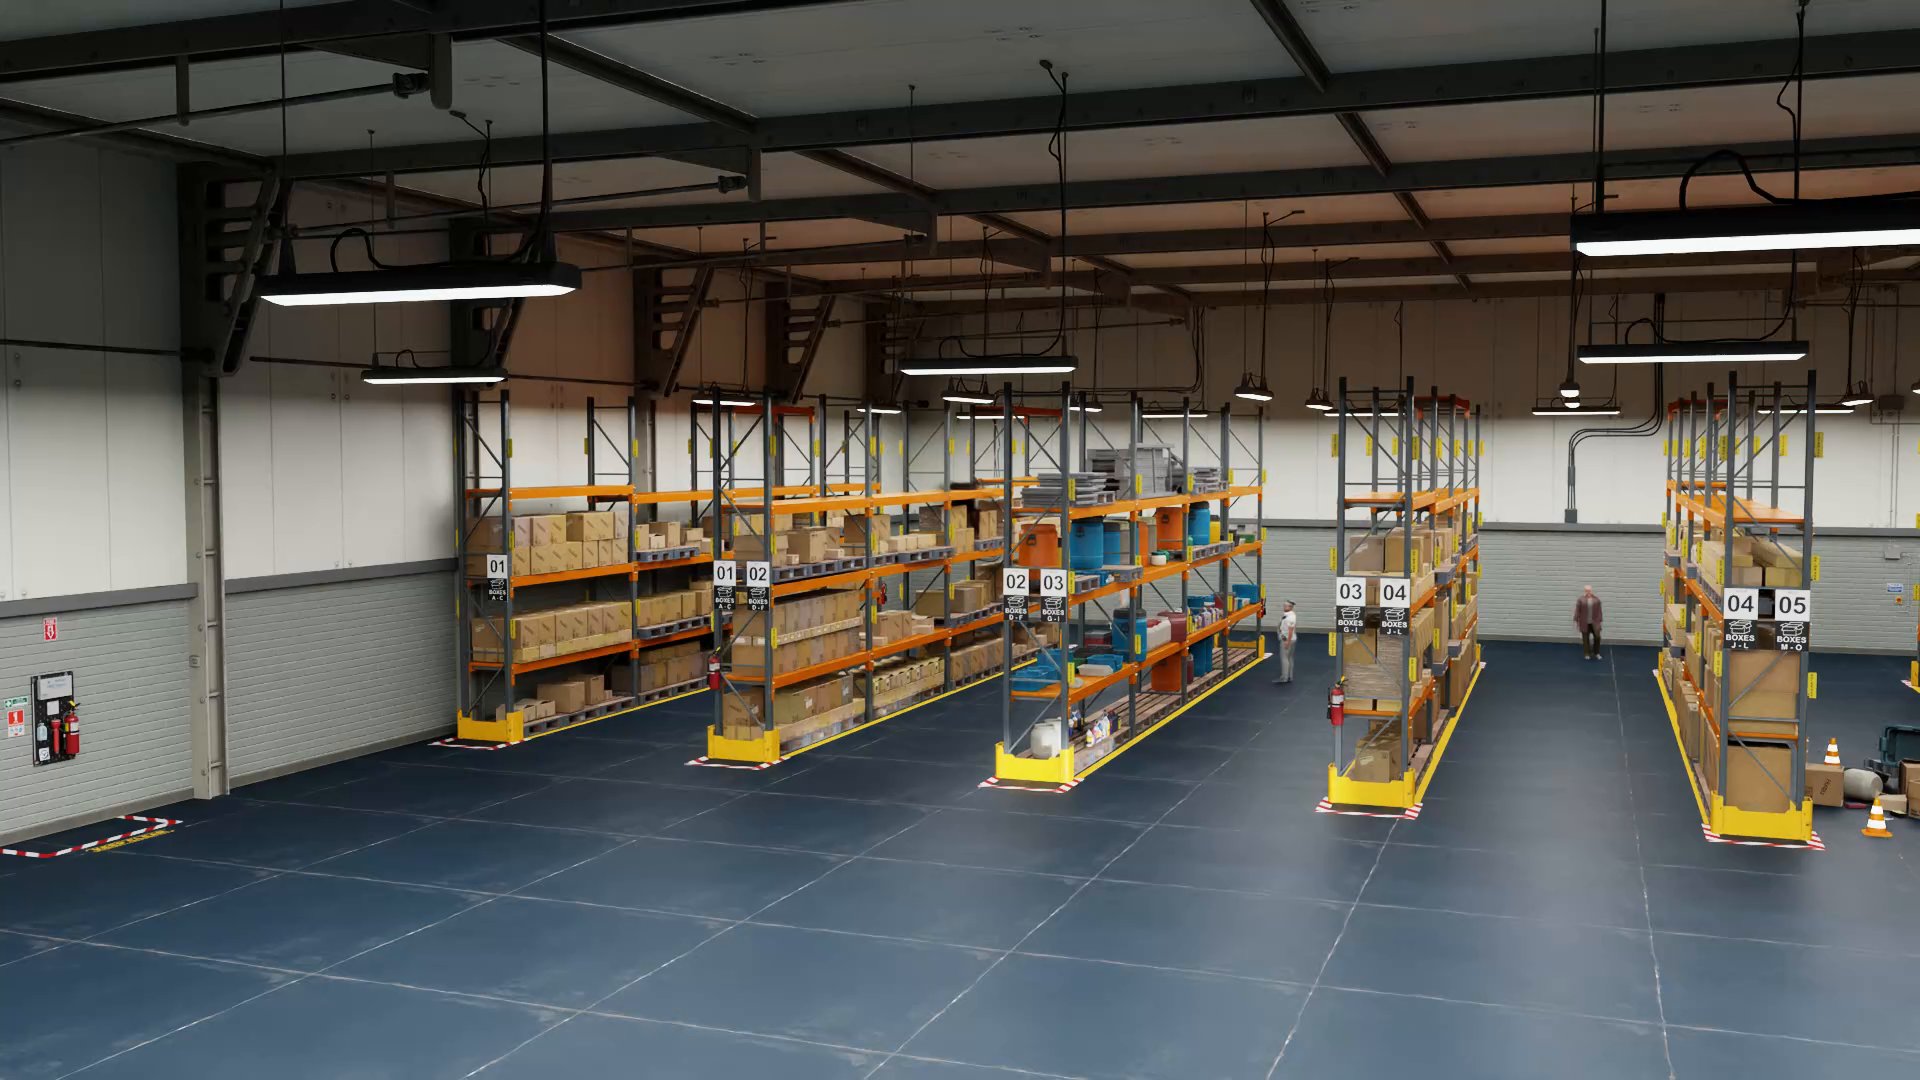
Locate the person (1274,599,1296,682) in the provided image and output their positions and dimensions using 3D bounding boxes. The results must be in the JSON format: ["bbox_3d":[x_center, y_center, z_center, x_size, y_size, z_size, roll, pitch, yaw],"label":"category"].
[{"bbox_3d":[7.001,2.160,35.727,0.445,1.771,0.572,1,3,19],"label":"person"}]

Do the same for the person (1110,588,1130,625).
[{"bbox_3d":[4.488,1.698,45.051,0.877,1.616,0.499,3,4,43],"label":"person"}]

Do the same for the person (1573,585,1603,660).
[{"bbox_3d":[14.863,1.955,39.349,0.683,1.775,0.478,1,3,16],"label":"person"}]
